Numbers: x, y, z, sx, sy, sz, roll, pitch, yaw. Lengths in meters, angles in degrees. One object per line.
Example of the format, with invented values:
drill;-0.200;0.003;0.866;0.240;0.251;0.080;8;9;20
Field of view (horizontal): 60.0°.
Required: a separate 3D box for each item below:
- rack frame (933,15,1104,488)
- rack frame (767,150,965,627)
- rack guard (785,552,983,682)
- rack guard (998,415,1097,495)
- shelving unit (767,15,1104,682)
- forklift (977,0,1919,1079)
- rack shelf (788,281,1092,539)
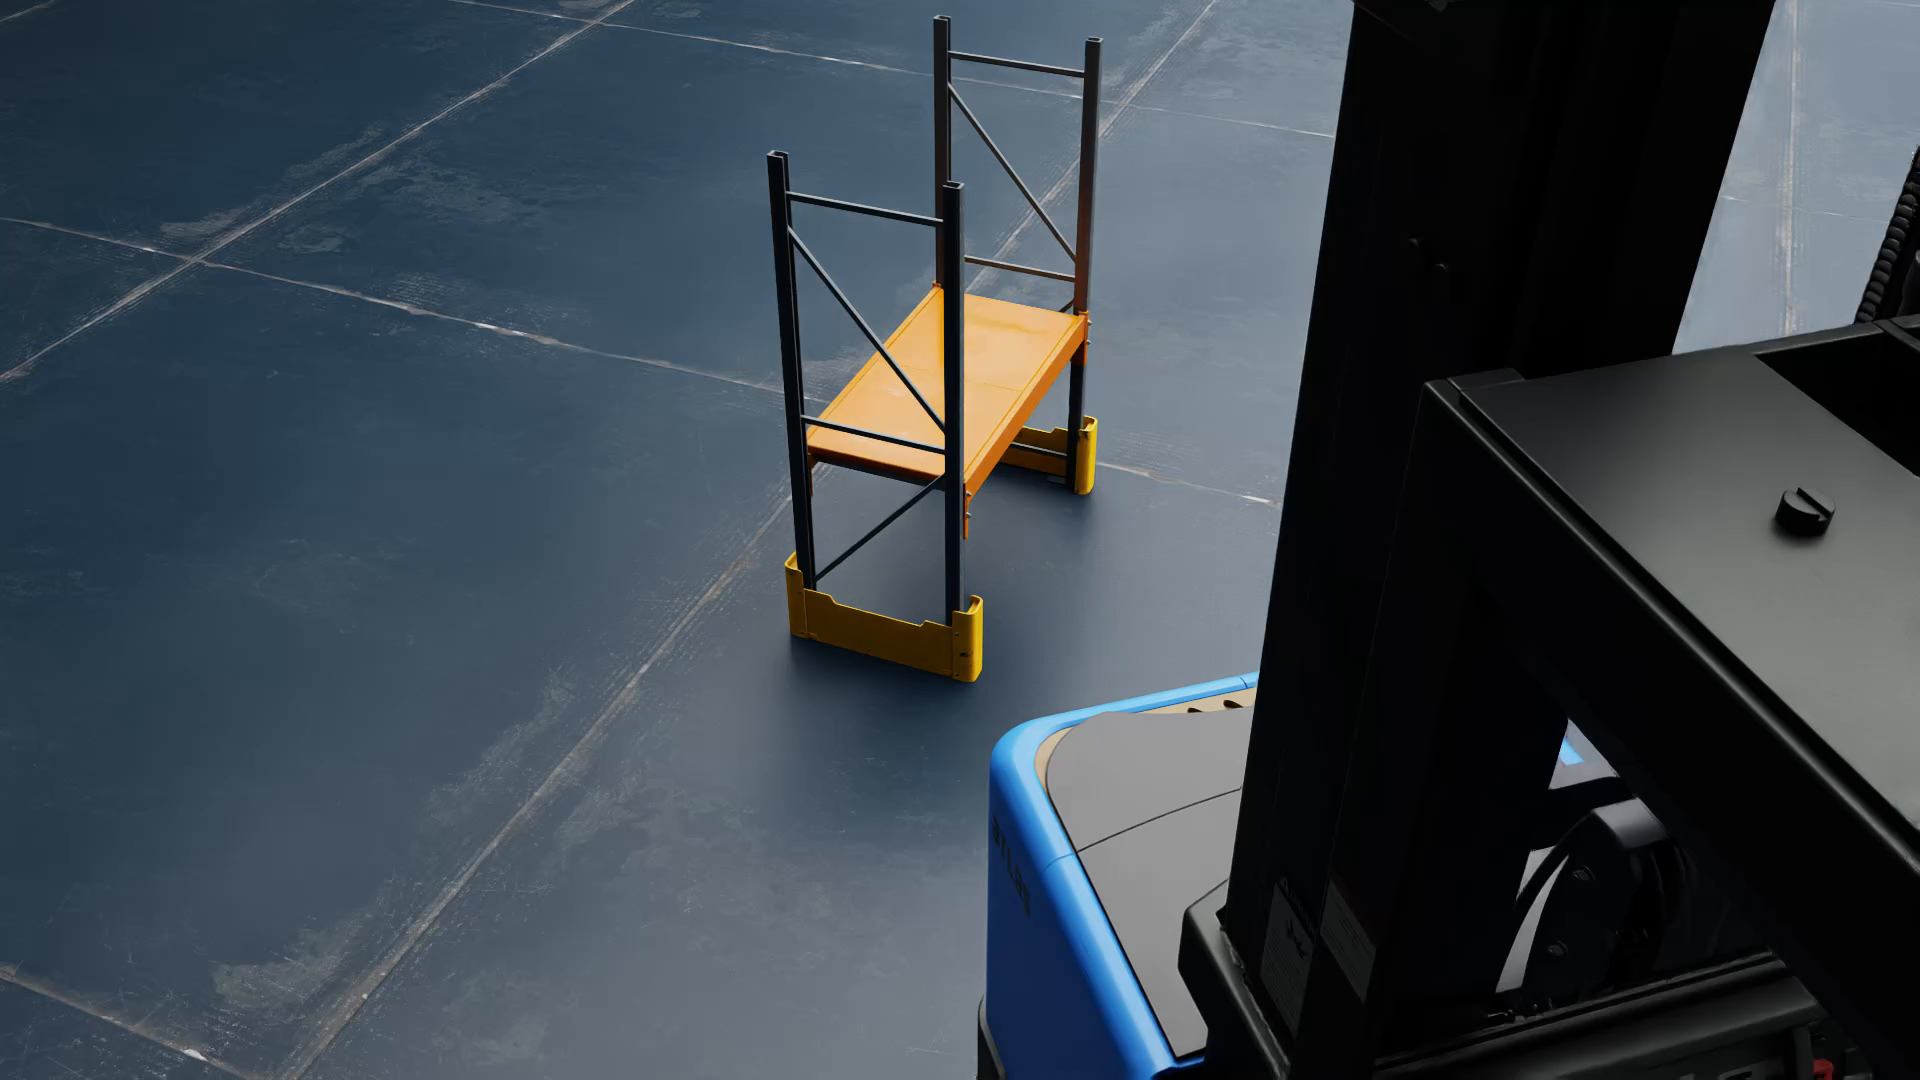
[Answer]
rack frame;0.161;-0.835;5.114;0.500;1.500;0.032;14;39;18
rack frame;-0.226;-0.272;4.361;0.500;1.500;0.032;14;39;18
rack guard;-0.218;0.218;4.750;0.587;0.250;0.087;14;39;18
rack guard;0.160;-0.334;5.488;0.587;0.250;0.087;14;39;18
shelving unit;-0.029;-0.559;4.745;0.587;1.500;1.083;14;39;18
forklift;0.955;0.783;1.754;1.130;2.935;3.031;-10;38;-14
rack shelf;-0.032;-0.409;4.845;0.538;0.185;1.000;14;39;18
